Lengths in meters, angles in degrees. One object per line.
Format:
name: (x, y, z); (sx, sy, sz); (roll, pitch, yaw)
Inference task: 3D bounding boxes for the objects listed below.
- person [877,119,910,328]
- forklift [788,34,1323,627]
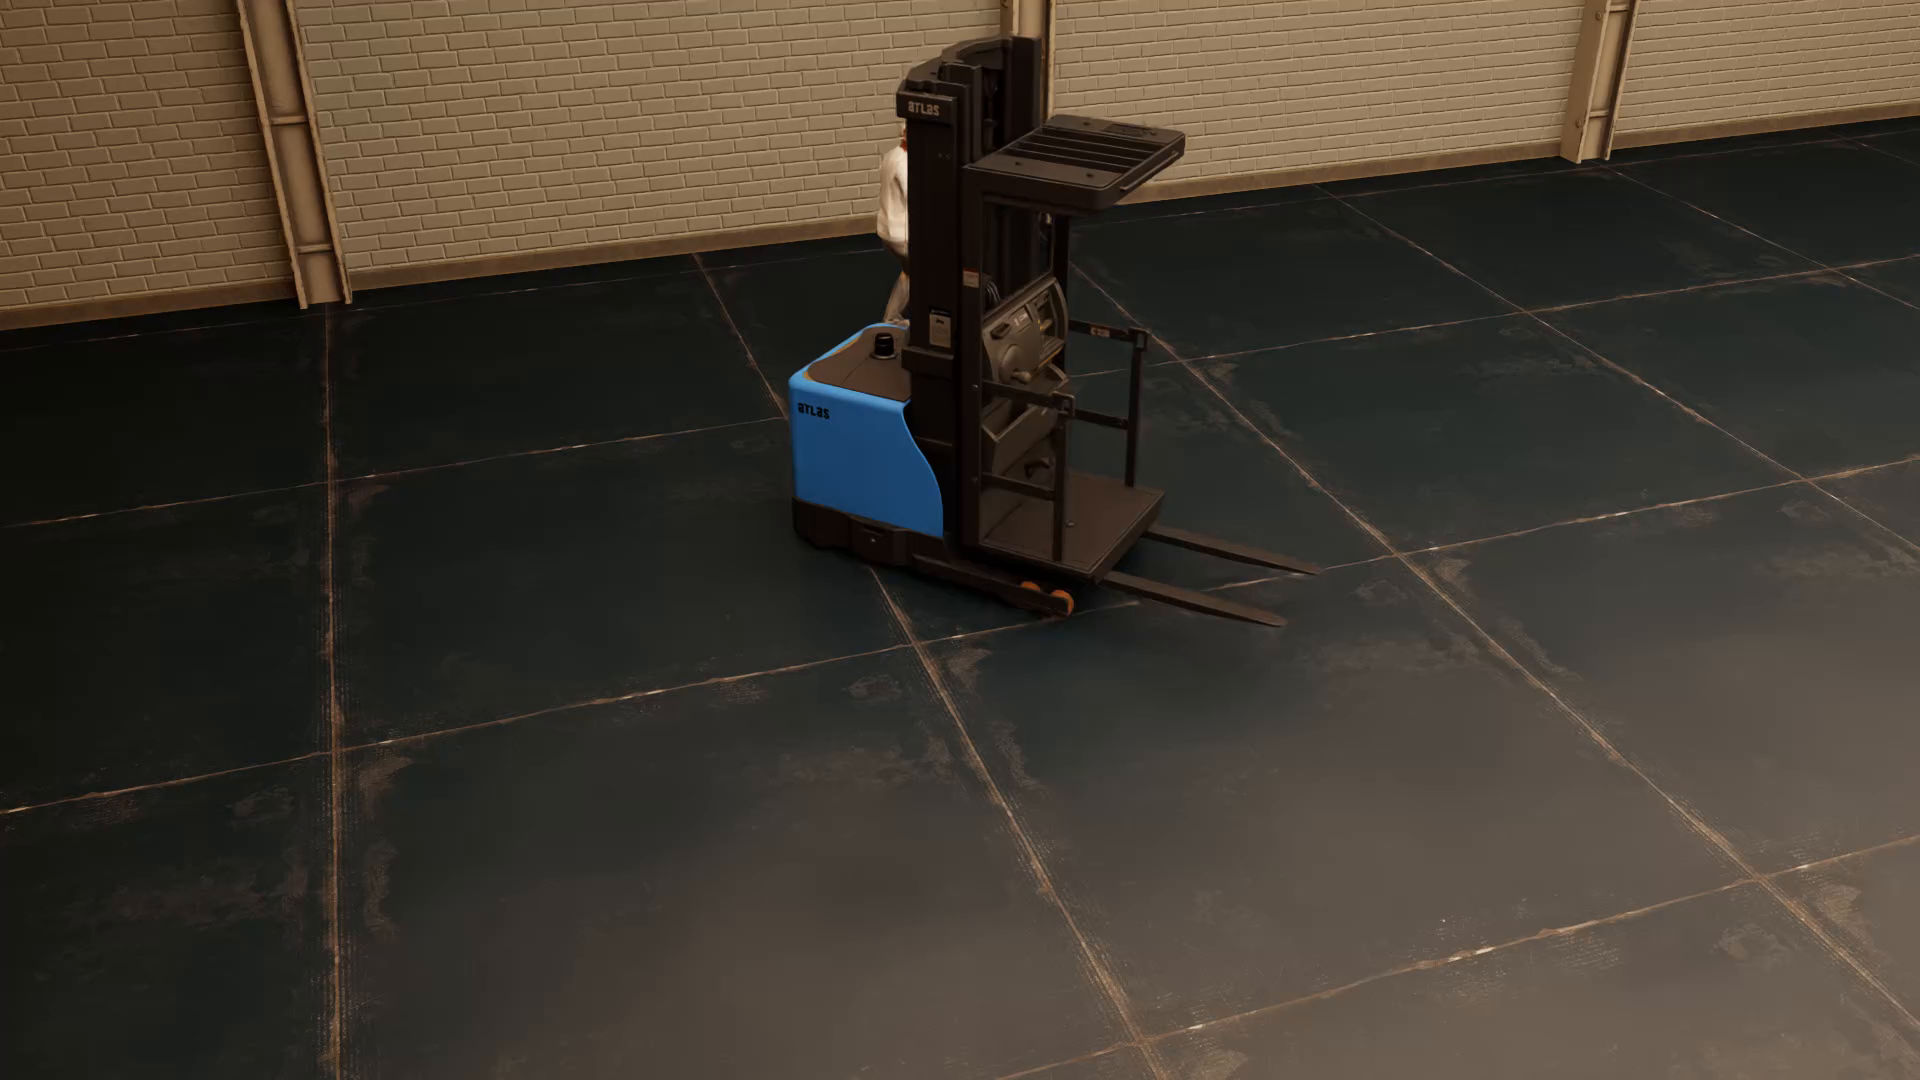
person: (-0.307, -2.316, 12.391); (0.645, 1.716, 0.821); (-14, 33, -23)
forklift: (0.540, -1.127, 9.046); (3.031, 2.935, 1.130); (15, 33, 24)
